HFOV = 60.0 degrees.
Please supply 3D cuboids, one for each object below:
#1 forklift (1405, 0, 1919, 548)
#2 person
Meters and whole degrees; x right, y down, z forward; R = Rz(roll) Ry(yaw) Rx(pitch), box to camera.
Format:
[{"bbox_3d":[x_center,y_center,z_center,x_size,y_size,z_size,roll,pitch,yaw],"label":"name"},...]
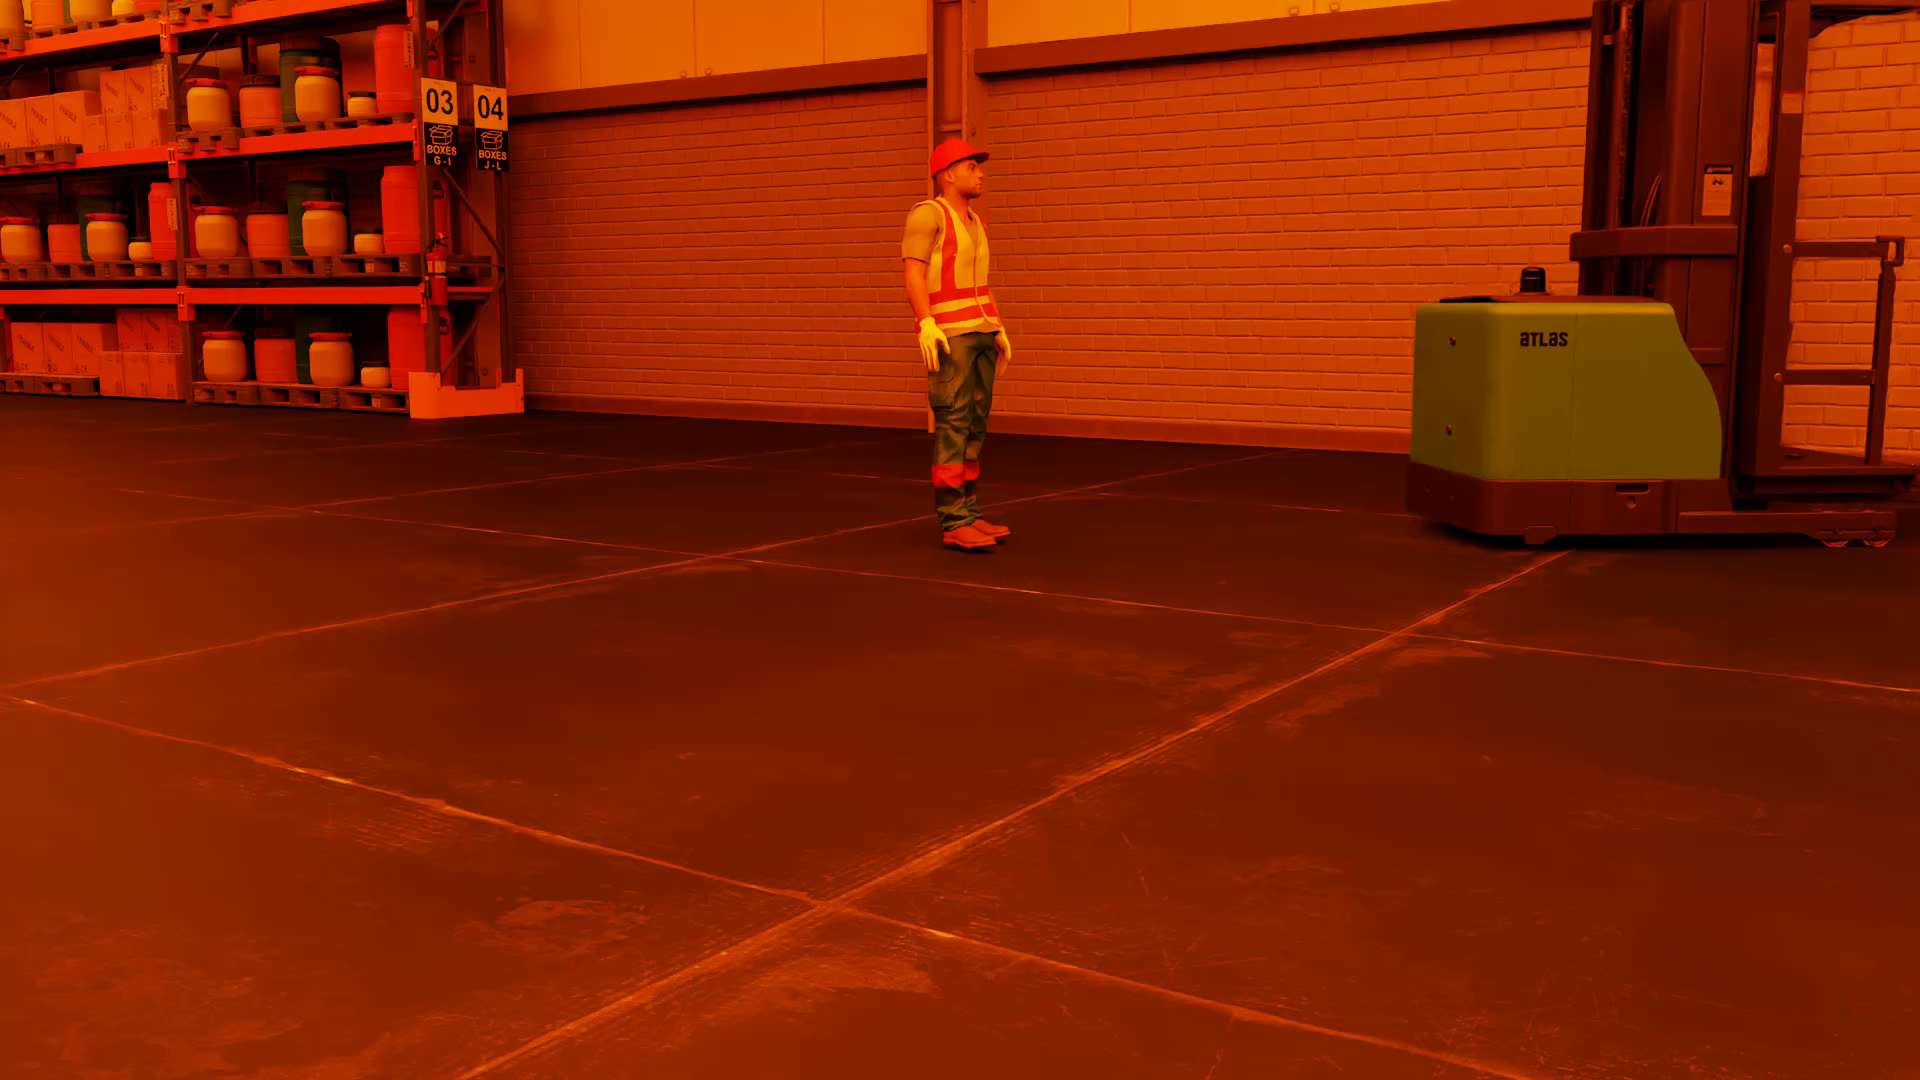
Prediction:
[{"bbox_3d":[3.733,-1.490,7.672,3.031,2.935,1.130,-1,8,-5],"label":"forklift"},{"bbox_3d":[0.060,-0.885,7.422,0.562,1.790,0.637,5,10,34],"label":"person"}]
